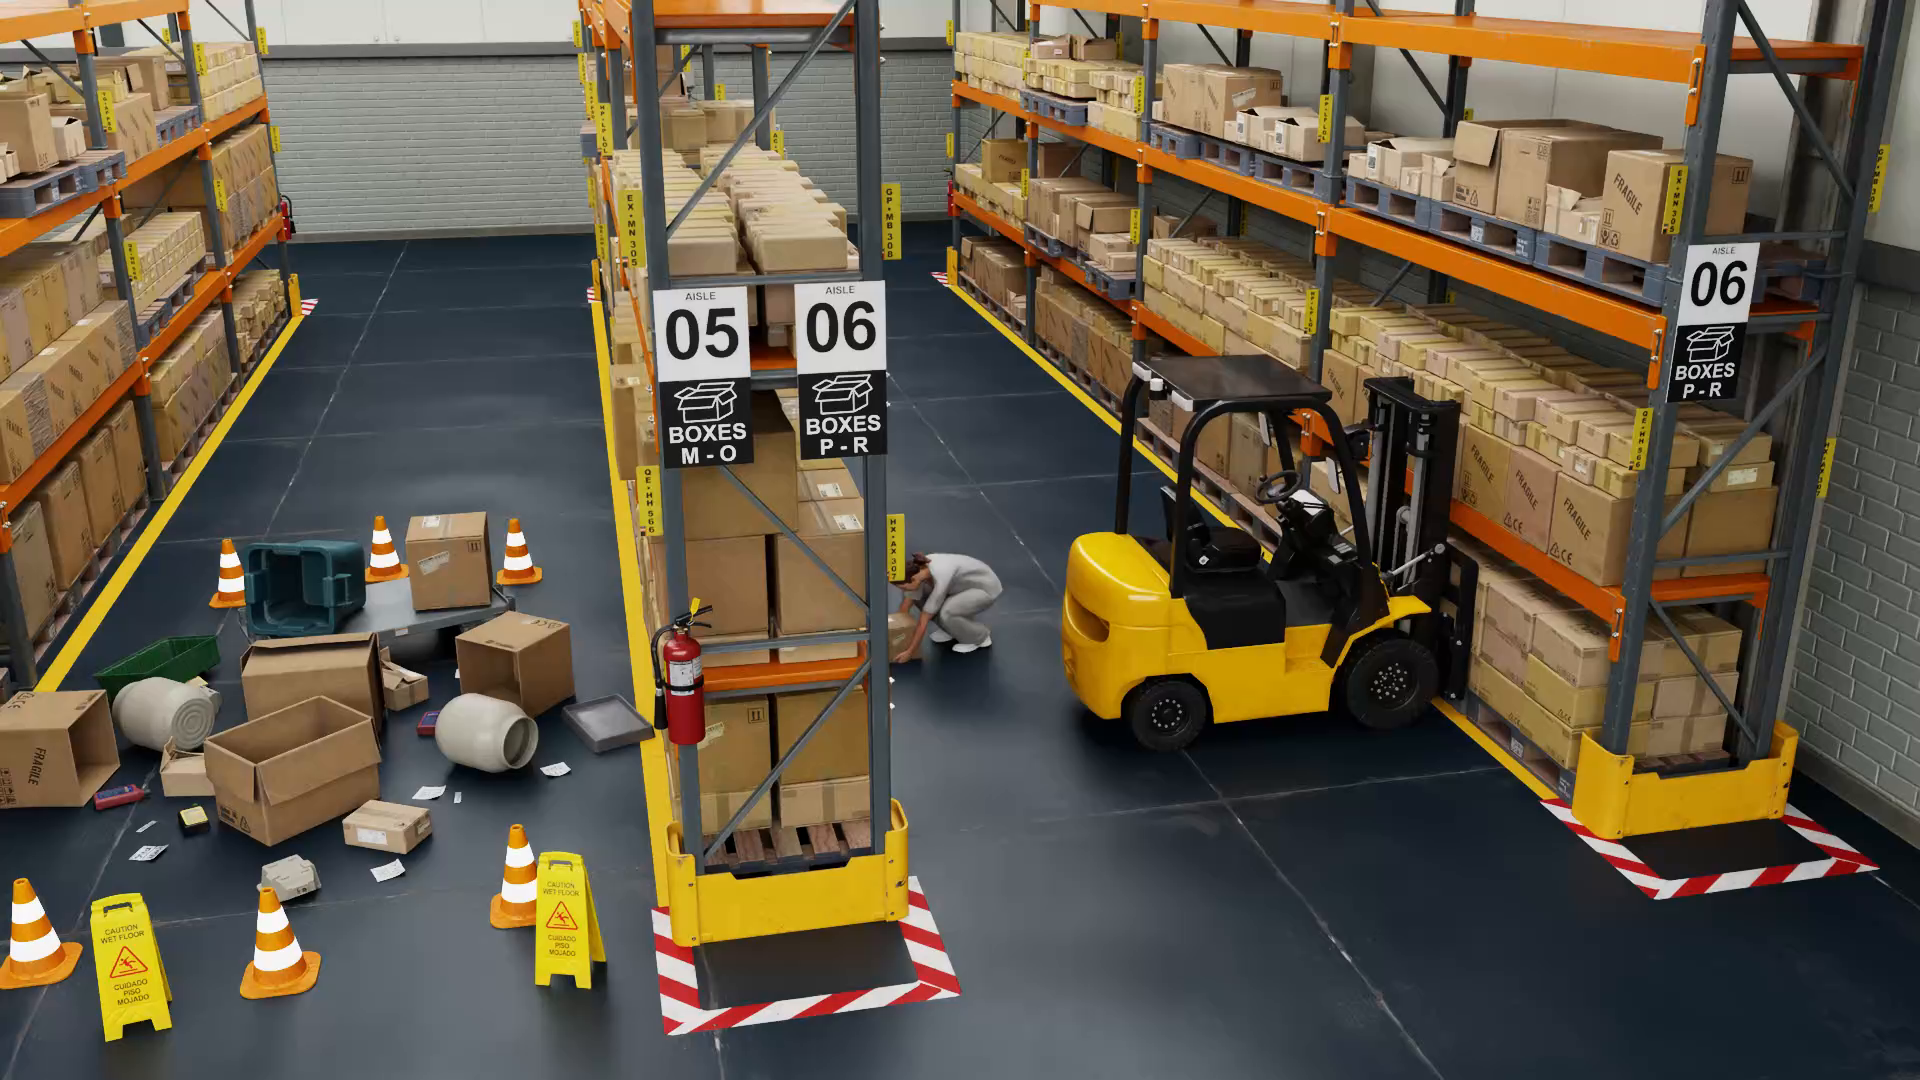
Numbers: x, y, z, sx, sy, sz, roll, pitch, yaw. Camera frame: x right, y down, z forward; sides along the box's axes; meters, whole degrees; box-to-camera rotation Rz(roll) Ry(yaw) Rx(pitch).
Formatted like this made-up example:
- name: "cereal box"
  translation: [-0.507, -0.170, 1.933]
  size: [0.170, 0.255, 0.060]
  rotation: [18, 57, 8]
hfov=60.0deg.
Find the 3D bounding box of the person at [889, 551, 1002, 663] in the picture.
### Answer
- name: "person"
  translation: [-0.117, 0.434, 11.379]
  size: [0.849, 0.797, 0.469]
  rotation: [-9, 22, -24]
